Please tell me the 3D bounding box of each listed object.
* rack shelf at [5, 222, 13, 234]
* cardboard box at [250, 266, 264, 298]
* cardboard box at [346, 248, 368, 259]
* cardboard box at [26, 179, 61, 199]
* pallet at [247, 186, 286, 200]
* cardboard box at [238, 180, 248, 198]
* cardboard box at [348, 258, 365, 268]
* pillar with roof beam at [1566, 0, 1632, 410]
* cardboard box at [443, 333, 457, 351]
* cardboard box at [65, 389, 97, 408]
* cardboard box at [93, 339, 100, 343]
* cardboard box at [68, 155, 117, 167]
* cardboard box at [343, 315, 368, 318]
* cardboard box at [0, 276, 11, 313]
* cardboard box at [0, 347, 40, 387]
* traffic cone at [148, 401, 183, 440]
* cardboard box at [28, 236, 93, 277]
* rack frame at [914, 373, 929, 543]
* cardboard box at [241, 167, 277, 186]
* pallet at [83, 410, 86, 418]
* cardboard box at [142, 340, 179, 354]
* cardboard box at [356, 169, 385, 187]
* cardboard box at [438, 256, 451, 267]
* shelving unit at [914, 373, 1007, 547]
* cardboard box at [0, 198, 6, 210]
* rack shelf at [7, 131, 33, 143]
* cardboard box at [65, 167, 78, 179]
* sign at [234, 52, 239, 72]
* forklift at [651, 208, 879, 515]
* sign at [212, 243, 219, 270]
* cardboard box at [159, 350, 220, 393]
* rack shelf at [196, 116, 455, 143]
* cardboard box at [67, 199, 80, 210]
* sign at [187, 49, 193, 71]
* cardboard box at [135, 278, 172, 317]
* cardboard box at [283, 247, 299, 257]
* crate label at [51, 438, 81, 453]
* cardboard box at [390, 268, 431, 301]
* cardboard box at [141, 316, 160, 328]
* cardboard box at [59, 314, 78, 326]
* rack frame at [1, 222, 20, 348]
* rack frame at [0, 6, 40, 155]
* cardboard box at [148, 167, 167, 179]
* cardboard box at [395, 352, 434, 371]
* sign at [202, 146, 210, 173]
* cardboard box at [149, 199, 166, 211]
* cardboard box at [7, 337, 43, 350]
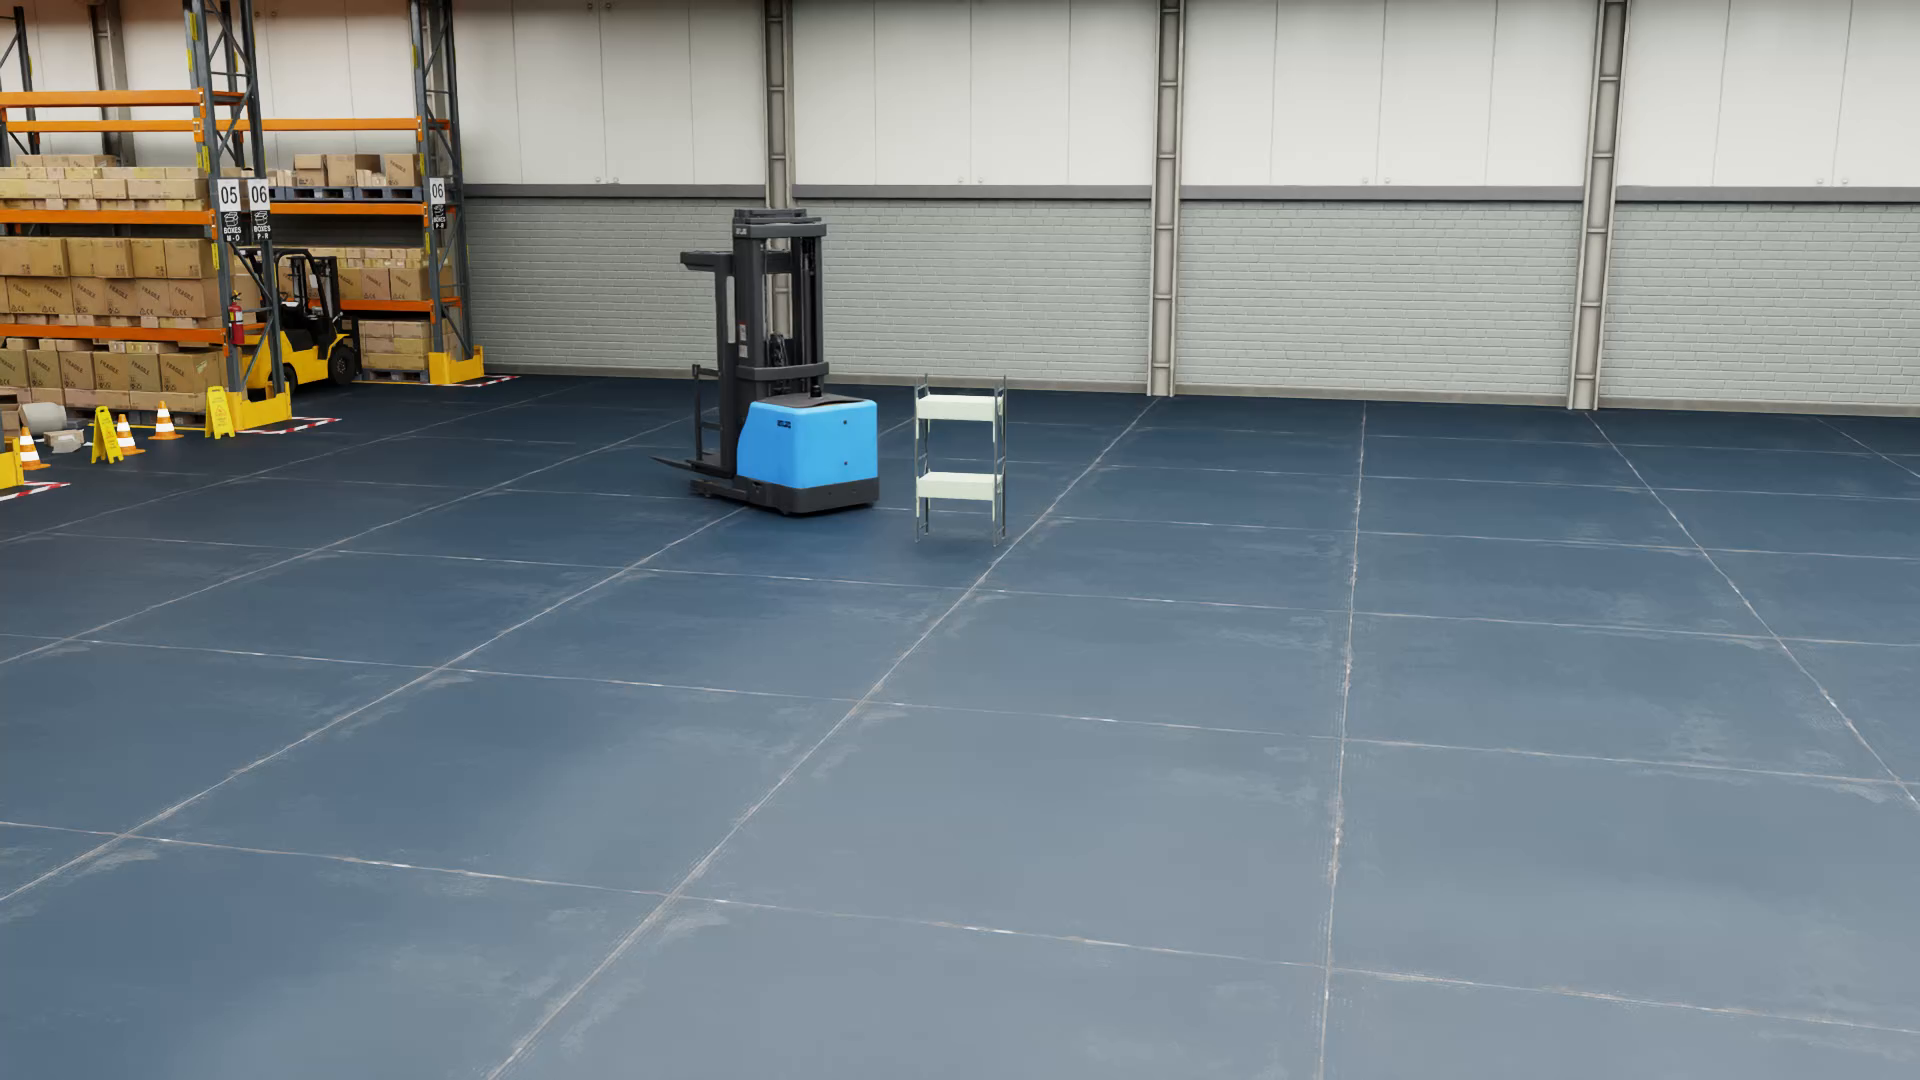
[{"bbox_3d":[-15.163,-4.435,23.034,4.000,0.370,1.077,3,13,14],"label":"rack shelf"},{"bbox_3d":[-11.158,-4.209,27.051,0.500,0.500,0.500,3,13,15],"label":"cardboard box"},{"bbox_3d":[-9.561,-4.572,26.502,0.250,0.149,0.380,3,13,15],"label":"cardboard box"},{"bbox_3d":[-11.874,-4.621,21.869,0.500,0.250,0.500,3,13,14],"label":"cardboard box"},{"bbox_3d":[-11.201,-5.644,27.029,1.213,0.211,1.003,3,13,14],"label":"pallet"},{"bbox_3d":[-9.762,-4.629,21.907,0.500,0.250,0.500,3,13,13],"label":"cardboard box"},{"bbox_3d":[-9.557,-4.432,26.555,0.250,0.149,0.380,3,13,12],"label":"cardboard box"},{"bbox_3d":[7.832,-5.370,18.660,0.400,9.000,9.100,3,13,14],"label":"pillar with roof beam"},{"bbox_3d":[-8.559,-3.229,27.088,0.500,0.250,0.500,3,13,15],"label":"cardboard box"},{"bbox_3d":[-11.676,-1.941,22.436,0.500,0.250,0.500,3,13,13],"label":"cardboard box"},{"bbox_3d":[-14.681,-3.448,28.362,0.625,0.625,0.875,3,13,15],"label":"cardboard box"},{"bbox_3d":[-14.286,-6.095,27.424,0.500,0.500,0.500,3,13,15],"label":"cardboard box"},{"bbox_3d":[-10.038,-3.551,27.386,0.500,0.250,0.500,3,13,12],"label":"cardboard box"},{"bbox_3d":[-12.861,-3.331,22.403,0.500,0.500,0.500,3,13,13],"label":"cardboard box"},{"bbox_3d":[-12.713,-2.359,22.591,0.500,0.500,0.500,4,13,16],"label":"cardboard box"},{"bbox_3d":[-10.064,-1.523,21.030,0.334,0.463,0.336,3,13,14],"label":"traffic cone"},{"bbox_3d":[-11.874,-3.769,22.070,0.500,0.500,0.700,3,13,12],"label":"cardboard box"},{"bbox_3d":[-0.349,-0.751,15.155,0.023,1.500,0.400,3,13,14],"label":"rack frame"},{"bbox_3d":[-11.286,-5.842,26.722,0.500,0.311,0.500,3,13,15],"label":"cardboard box"},{"bbox_3d":[-12.561,-1.829,22.992,1.213,0.211,1.003,3,13,14],"label":"pallet"},{"bbox_3d":[-10.551,-2.548,21.941,0.250,0.149,0.380,3,13,15],"label":"cardboard box"},{"bbox_3d":[-9.276,-5.699,26.182,0.258,0.266,0.396,3,13,14],"label":"cardboard box"},{"bbox_3d":[-8.419,-4.492,26.827,0.250,0.149,0.380,3,13,12],"label":"cardboard box"},{"bbox_3d":[0.006,-0.732,15.070,0.755,1.500,0.431,3,13,14],"label":"shelving unit"},{"bbox_3d":[-12.737,-4.466,22.094,0.250,0.149,0.380,3,13,14],"label":"cardboard box"},{"bbox_3d":[-17.861,-6.956,28.394,4.000,0.370,1.077,3,13,14],"label":"rack shelf"},{"bbox_3d":[-11.465,-4.801,21.761,0.250,0.149,0.380,3,13,15],"label":"cardboard box"},{"bbox_3d":[-11.879,-7.840,27.271,0.005,0.325,0.100,3,13,14],"label":"sign"},{"bbox_3d":[-2.164,-1.933,17.181,1.130,2.935,3.031,-11,17,-40],"label":"forklift"},{"bbox_3d":[-9.490,-3.614,21.197,0.005,0.325,0.100,3,13,14],"label":"sign"},{"bbox_3d":[-10.178,-2.226,21.989,0.500,0.500,0.500,3,13,14],"label":"cardboard box"},{"bbox_3d":[-10.094,-6.541,26.523,4.000,0.370,1.077,3,13,14],"label":"rack shelf"},{"bbox_3d":[-11.478,-4.412,21.848,0.250,0.149,0.380,3,13,14],"label":"cardboard box"},{"bbox_3d":[-12.154,-7.571,26.242,0.005,0.325,0.100,3,13,14],"label":"sign"},{"bbox_3d":[-10.416,-3.202,21.822,0.500,0.500,0.500,3,13,14],"label":"cardboard box"},{"bbox_3d":[-10.788,-4.645,26.830,0.250,0.149,0.380,3,13,13],"label":"cardboard box"},{"bbox_3d":[-10.778,-1.141,20.059,0.298,0.136,0.250,-4,13,-16],"label":"crate label"},{"bbox_3d":[-8.693,-4.074,26.439,0.500,0.500,0.500,3,13,12],"label":"cardboard box"},{"bbox_3d":[-10.526,-2.877,21.856,0.250,0.149,0.380,3,13,15],"label":"cardboard box"},{"bbox_3d":[-11.753,-2.943,22.155,0.250,0.149,0.380,3,13,14],"label":"cardboard box"},{"bbox_3d":[-13.221,-3.218,22.813,0.127,3.000,1.000,3,13,14],"label":"rack frame"},{"bbox_3d":[-15.919,-7.398,27.805,0.127,3.000,1.000,3,13,14],"label":"rack frame"},{"bbox_3d":[-10.230,-4.728,21.432,0.250,0.149,0.380,3,13,13],"label":"cardboard box"},{"bbox_3d":[-8.684,-2.875,26.646,0.500,0.250,0.500,3,13,14],"label":"cardboard box"},{"bbox_3d":[-9.490,-4.792,20.936,0.005,0.325,0.100,3,13,14],"label":"sign"},{"bbox_3d":[-10.251,-4.339,21.520,0.250,0.149,0.380,3,13,15],"label":"cardboard box"},{"bbox_3d":[-12.606,-2.657,22.434,0.250,0.149,0.380,3,13,14],"label":"cardboard box"}]
